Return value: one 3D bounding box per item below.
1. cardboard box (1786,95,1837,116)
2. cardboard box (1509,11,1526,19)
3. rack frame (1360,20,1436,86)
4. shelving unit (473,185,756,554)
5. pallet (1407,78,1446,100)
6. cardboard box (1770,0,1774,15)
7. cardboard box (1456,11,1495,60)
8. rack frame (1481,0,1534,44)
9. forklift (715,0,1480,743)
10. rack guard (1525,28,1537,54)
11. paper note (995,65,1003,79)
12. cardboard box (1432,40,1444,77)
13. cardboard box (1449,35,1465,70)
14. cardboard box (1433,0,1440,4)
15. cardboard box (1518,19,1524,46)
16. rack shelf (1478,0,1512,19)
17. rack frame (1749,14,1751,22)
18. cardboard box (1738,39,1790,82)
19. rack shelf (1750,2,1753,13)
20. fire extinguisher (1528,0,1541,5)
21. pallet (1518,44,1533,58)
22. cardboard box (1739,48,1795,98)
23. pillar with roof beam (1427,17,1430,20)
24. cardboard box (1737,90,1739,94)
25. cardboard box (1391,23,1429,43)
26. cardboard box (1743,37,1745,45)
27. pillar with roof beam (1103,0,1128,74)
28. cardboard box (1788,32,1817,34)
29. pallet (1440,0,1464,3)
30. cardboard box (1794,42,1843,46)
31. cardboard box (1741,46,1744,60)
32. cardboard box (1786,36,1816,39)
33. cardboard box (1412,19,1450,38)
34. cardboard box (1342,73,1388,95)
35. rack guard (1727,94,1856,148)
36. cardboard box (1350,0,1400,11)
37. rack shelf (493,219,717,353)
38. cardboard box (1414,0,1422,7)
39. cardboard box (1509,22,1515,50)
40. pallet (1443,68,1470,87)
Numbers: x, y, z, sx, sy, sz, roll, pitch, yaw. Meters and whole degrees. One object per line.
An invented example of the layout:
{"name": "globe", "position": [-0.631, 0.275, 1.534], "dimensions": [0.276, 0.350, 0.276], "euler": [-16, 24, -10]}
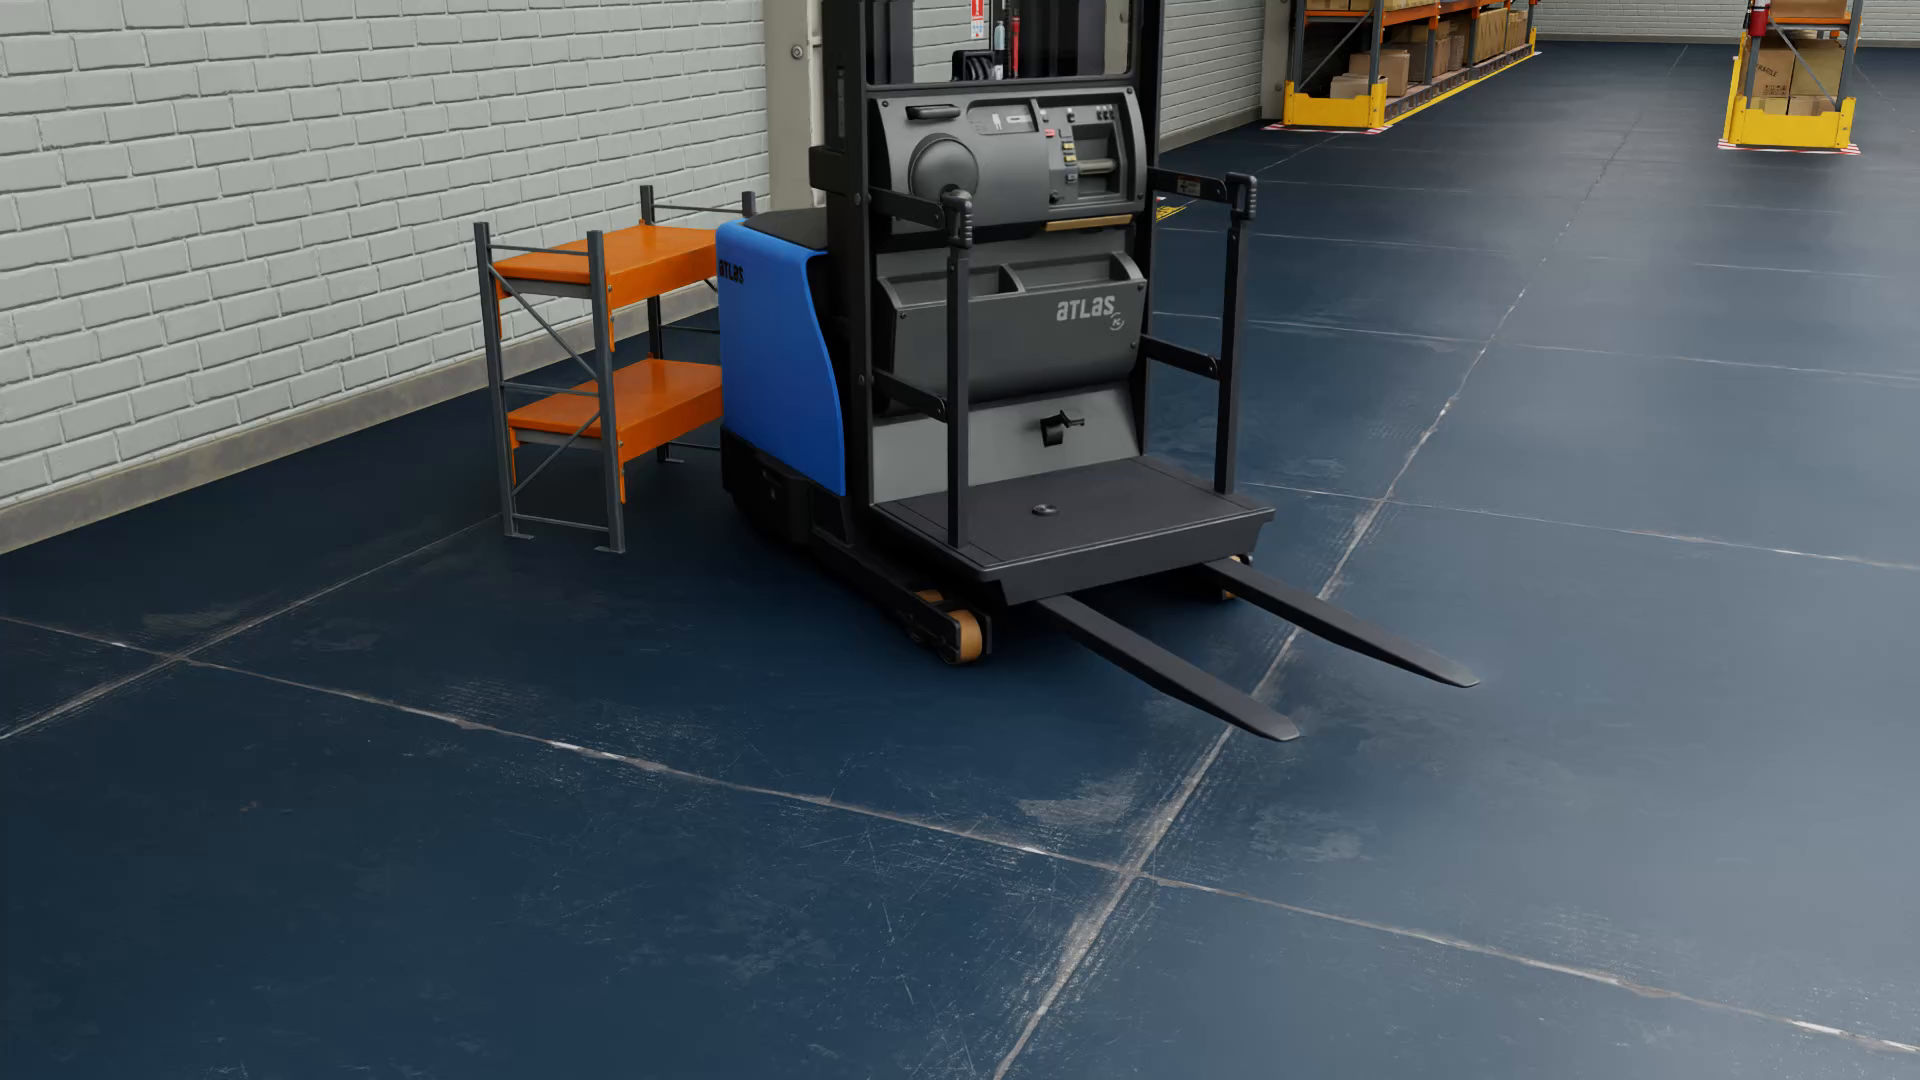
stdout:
{"name": "cardboard box", "position": [9.400, -4.750, 18.324], "dimensions": [0.500, 0.250, 0.500], "euler": [9, 21, 23]}
{"name": "cardboard box", "position": [10.823, -10.239, 32.419], "dimensions": [0.380, 0.149, 0.250], "euler": [9, 22, 24]}
{"name": "rack frame", "position": [6.095, -7.615, 22.905], "dimensions": [1.000, 3.000, 0.127], "euler": [9, 21, 23]}
{"name": "shelving unit", "position": [-1.216, -0.674, 6.185], "dimensions": [0.538, 1.125, 1.048], "euler": [8, 21, 21]}
{"name": "pallet", "position": [6.412, -6.540, 24.042], "dimensions": [1.003, 0.211, 1.213], "euler": [9, 21, 23]}
{"name": "cardboard box", "position": [9.391, -6.063, 18.392], "dimensions": [0.700, 0.500, 0.500], "euler": [9, 22, 24]}
{"name": "cardboard box", "position": [8.518, -8.497, 27.965], "dimensions": [0.750, 0.750, 0.750], "euler": [8, 21, 22]}
{"name": "rack frame", "position": [11.008, -11.284, 33.220], "dimensions": [1.000, 3.000, 0.127], "euler": [9, 21, 23]}
{"name": "forklift", "position": [0.282, -1.186, 4.929], "dimensions": [1.130, 2.935, 3.031], "euler": [-11, 22, -29]}
{"name": "rack guard", "position": [11.018, -10.113, 33.659], "dimensions": [1.175, 0.500, 0.348], "euler": [9, 21, 23]}
{"name": "paper note", "position": [0.315, -3.681, 13.157], "dimensions": [0.016, 0.148, 0.142], "euler": [9, 21, 23]}
{"name": "cardboard box", "position": [6.792, -7.187, 24.776], "dimensions": [0.700, 0.500, 0.500], "euler": [9, 21, 23]}
{"name": "cardboard box", "position": [7.485, -7.640, 26.050], "dimensions": [0.700, 0.500, 0.500], "euler": [9, 21, 23]}
{"name": "cardboard box", "position": [6.177, -7.368, 22.403], "dimensions": [0.500, 0.250, 0.500], "euler": [9, 21, 23]}
{"name": "cardboard box", "position": [10.608, -9.923, 32.498], "dimensions": [0.700, 0.500, 0.500], "euler": [8, 21, 23]}
{"name": "rack shelf", "position": [8.551, -9.110, 28.183], "dimensions": [1.077, 0.370, 4.000], "euler": [9, 21, 23]}
{"name": "rack frame", "position": [15.529, -10.605, 31.312], "dimensions": [1.000, 3.000, 0.127], "euler": [9, 21, 23]}
{"name": "cardboard box", "position": [9.730, -5.788, 20.124], "dimensions": [0.500, 0.500, 0.500], "euler": [9, 21, 23]}
{"name": "rack shelf", "position": [11.434, -7.209, 22.837], "dimensions": [1.077, 0.370, 4.000], "euler": [9, 21, 23]}
{"name": "fire extinguisher", "position": [11.491, -11.054, 33.247], "dimensions": [0.296, 0.674, 0.183], "euler": [9, 21, 23]}
{"name": "pallet", "position": [10.752, -9.714, 32.970], "dimensions": [1.003, 0.211, 1.213], "euler": [9, 21, 23]}
{"name": "cardboard box", "position": [8.925, -5.174, 18.399], "dimensions": [0.500, 0.500, 0.500], "euler": [9, 21, 23]}
{"name": "pillar with roof beam", "position": [12.795, -12.629, 28.051], "dimensions": [9.100, 9.000, 0.400], "euler": [9, 21, 23]}
{"name": "cardboard box", "position": [9.121, -4.975, 18.959], "dimensions": [0.500, 0.250, 0.500], "euler": [9, 21, 23]}
{"name": "cardboard box", "position": [6.558, -7.360, 24.144], "dimensions": [0.500, 0.250, 0.500], "euler": [8, 21, 22]}
{"name": "cardboard box", "position": [14.843, -9.237, 30.911], "dimensions": [0.500, 0.250, 0.500], "euler": [9, 21, 23]}
{"name": "pillar with roof beam", "position": [5.425, -7.127, 12.579], "dimensions": [9.100, 9.000, 0.400], "euler": [9, 21, 23]}
{"name": "cardboard box", "position": [13.535, -7.918, 26.831], "dimensions": [0.500, 0.500, 0.500], "euler": [9, 21, 23]}
{"name": "pallet", "position": [6.540, -7.738, 23.538], "dimensions": [1.003, 0.211, 1.213], "euler": [9, 21, 23]}
{"name": "cardboard box", "position": [10.017, -5.561, 19.487], "dimensions": [0.500, 0.500, 0.500], "euler": [9, 21, 23]}
{"name": "cardboard box", "position": [11.771, -7.206, 24.395], "dimensions": [0.500, 0.311, 0.500], "euler": [9, 22, 25]}
{"name": "cardboard box", "position": [12.910, -7.450, 25.514], "dimensions": [0.500, 0.500, 0.500], "euler": [8, 21, 21]}
{"name": "cardboard box", "position": [7.195, -7.828, 25.458], "dimensions": [0.500, 0.250, 0.500], "euler": [9, 21, 24]}
{"name": "cardboard box", "position": [5.055, -5.706, 20.894], "dimensions": [0.500, 0.311, 0.500], "euler": [11, 22, 27]}
{"name": "rack guard", "position": [8.968, -4.529, 17.957], "dimensions": [1.175, 0.500, 0.348], "euler": [9, 21, 23]}
{"name": "cardboard box", "position": [4.946, -6.437, 19.786], "dimensions": [0.500, 0.250, 0.500], "euler": [8, 21, 21]}
{"name": "rack shelf", "position": [-1.216, -0.950, 6.087], "dimensions": [0.538, 0.278, 1.000], "euler": [8, 21, 21]}
{"name": "cardboard box", "position": [5.569, -6.907, 21.107], "dimensions": [0.500, 0.250, 0.500], "euler": [9, 21, 23]}
{"name": "cardboard box", "position": [9.979, -9.449, 31.164], "dimensions": [0.700, 0.500, 0.500], "euler": [8, 21, 22]}
{"name": "pallet", "position": [7.411, -7.285, 26.140], "dimensions": [1.003, 0.211, 1.213], "euler": [9, 21, 23]}
